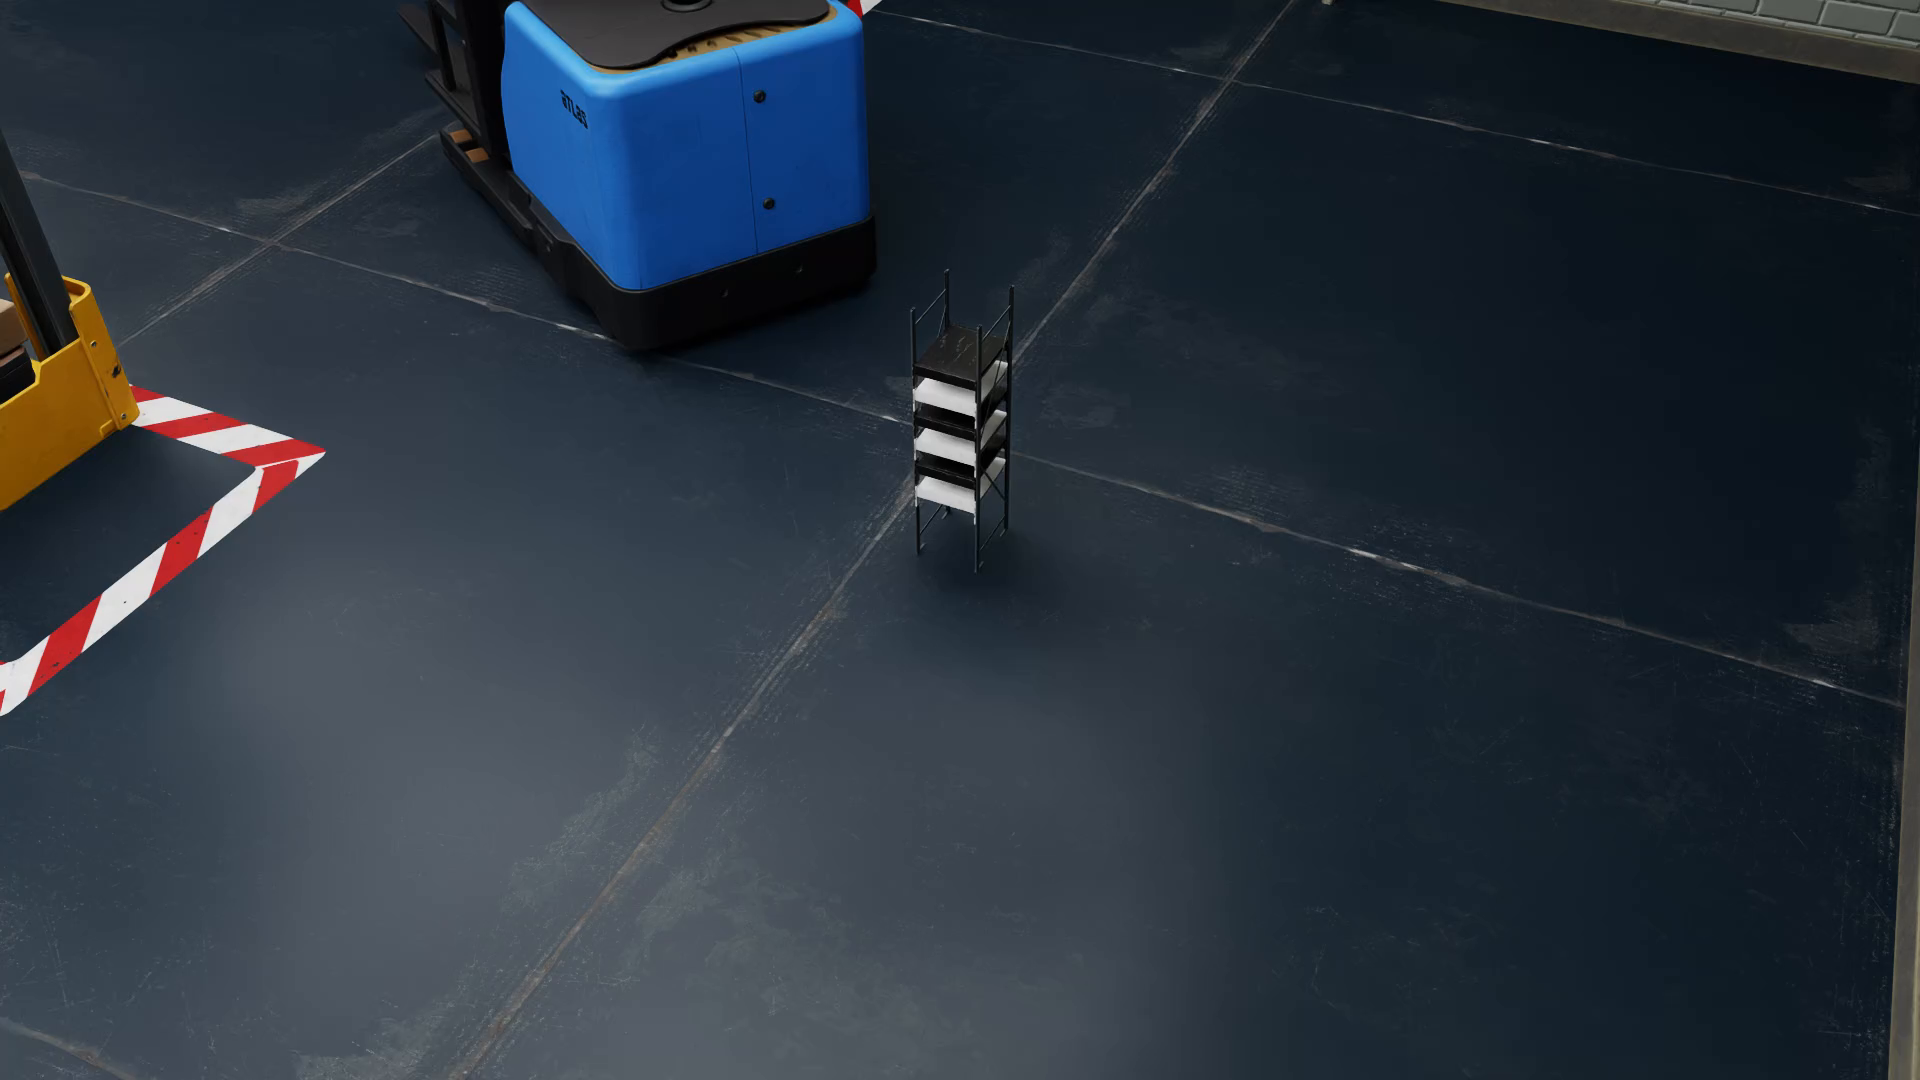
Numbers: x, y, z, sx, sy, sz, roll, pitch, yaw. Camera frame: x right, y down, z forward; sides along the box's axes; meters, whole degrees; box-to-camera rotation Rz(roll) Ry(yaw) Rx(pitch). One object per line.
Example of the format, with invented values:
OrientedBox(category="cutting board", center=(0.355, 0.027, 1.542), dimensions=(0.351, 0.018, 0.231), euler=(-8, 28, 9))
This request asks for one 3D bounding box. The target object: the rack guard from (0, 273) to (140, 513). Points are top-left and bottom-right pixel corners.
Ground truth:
OrientedBox(category="rack guard", center=(-3.217, -0.337, 5.257), dimensions=(0.348, 0.500, 1.175), euler=(17, 44, 19))

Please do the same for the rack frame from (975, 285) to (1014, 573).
OrientedBox(category="rack frame", center=(0.099, -0.310, 4.920), dimensions=(0.006, 0.900, 0.240), euler=(17, 44, 19))

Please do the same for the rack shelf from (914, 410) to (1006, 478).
OrientedBox(category="rack shelf", center=(0.007, -0.313, 4.974), dimensions=(0.200, 0.077, 0.258), euler=(17, 44, 19))

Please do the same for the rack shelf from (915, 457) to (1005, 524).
OrientedBox(category="rack shelf", center=(0.007, -0.177, 5.092), dimensions=(0.200, 0.077, 0.258), euler=(17, 44, 19))

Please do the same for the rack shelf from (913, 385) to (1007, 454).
OrientedBox(category="rack shelf", center=(0.007, -0.381, 4.916), dimensions=(0.200, 0.077, 0.258), euler=(17, 44, 19))

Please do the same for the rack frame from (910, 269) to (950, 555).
OrientedBox(category="rack frame", center=(-0.085, -0.366, 4.985), dimensions=(0.006, 0.900, 0.240), euler=(17, 44, 19))

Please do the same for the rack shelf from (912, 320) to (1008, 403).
OrientedBox(category="rack shelf", center=(0.007, -0.517, 4.798), dimensions=(0.200, 0.077, 0.258), euler=(17, 44, 19))

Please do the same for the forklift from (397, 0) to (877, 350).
OrientedBox(category="forklift", center=(-1.536, -2.723, 6.154), dimensions=(1.130, 2.935, 3.031), euler=(-23, 46, -24))

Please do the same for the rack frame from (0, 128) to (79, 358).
OrientedBox(category="rack frame", center=(-3.148, -1.261, 4.414), dimensions=(0.127, 3.000, 1.000), euler=(17, 44, 19))

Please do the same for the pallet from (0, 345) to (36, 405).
OrientedBox(category="pallet", center=(-3.940, -0.448, 5.606), dimensions=(1.213, 0.211, 1.003), euler=(17, 44, 19))

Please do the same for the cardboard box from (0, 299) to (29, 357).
OrientedBox(category="cardboard box", center=(-3.383, -0.670, 5.573), dimensions=(0.250, 0.149, 0.380), euler=(17, 44, 19))

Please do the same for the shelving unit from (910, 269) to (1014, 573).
OrientedBox(category="shelving unit", center=(0.007, -0.338, 4.953), dimensions=(0.210, 0.900, 0.258), euler=(17, 44, 19))

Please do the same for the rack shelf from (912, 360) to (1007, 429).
OrientedBox(category="rack shelf", center=(0.007, -0.449, 4.857), dimensions=(0.200, 0.077, 0.258), euler=(17, 44, 19))

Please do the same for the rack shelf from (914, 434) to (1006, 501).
OrientedBox(category="rack shelf", center=(0.007, -0.245, 5.033), dimensions=(0.200, 0.077, 0.258), euler=(17, 44, 19))
